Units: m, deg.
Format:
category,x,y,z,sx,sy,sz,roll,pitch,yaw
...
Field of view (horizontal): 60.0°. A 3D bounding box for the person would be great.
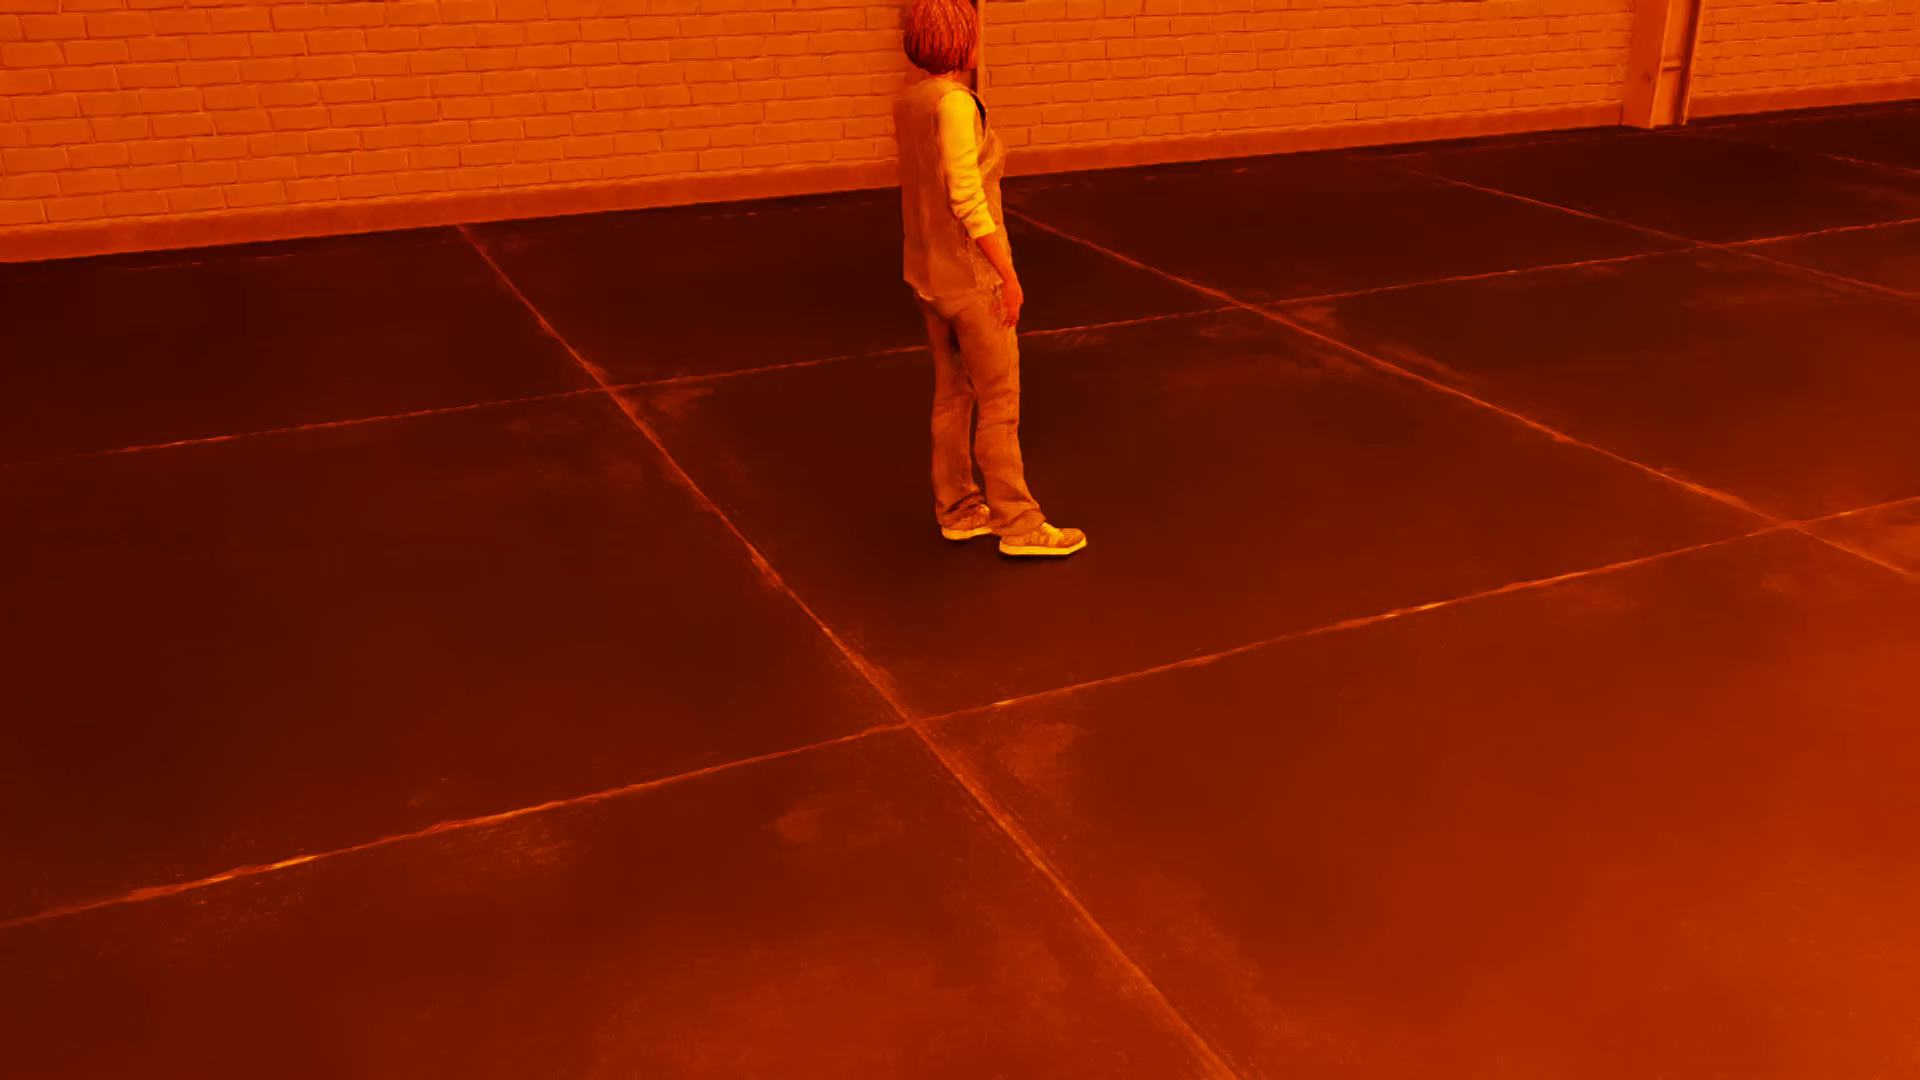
category,x,y,z,sx,sy,sz,roll,pitch,yaw
person,0.073,-0.751,4.815,0.474,1.597,0.521,-10,25,-23
